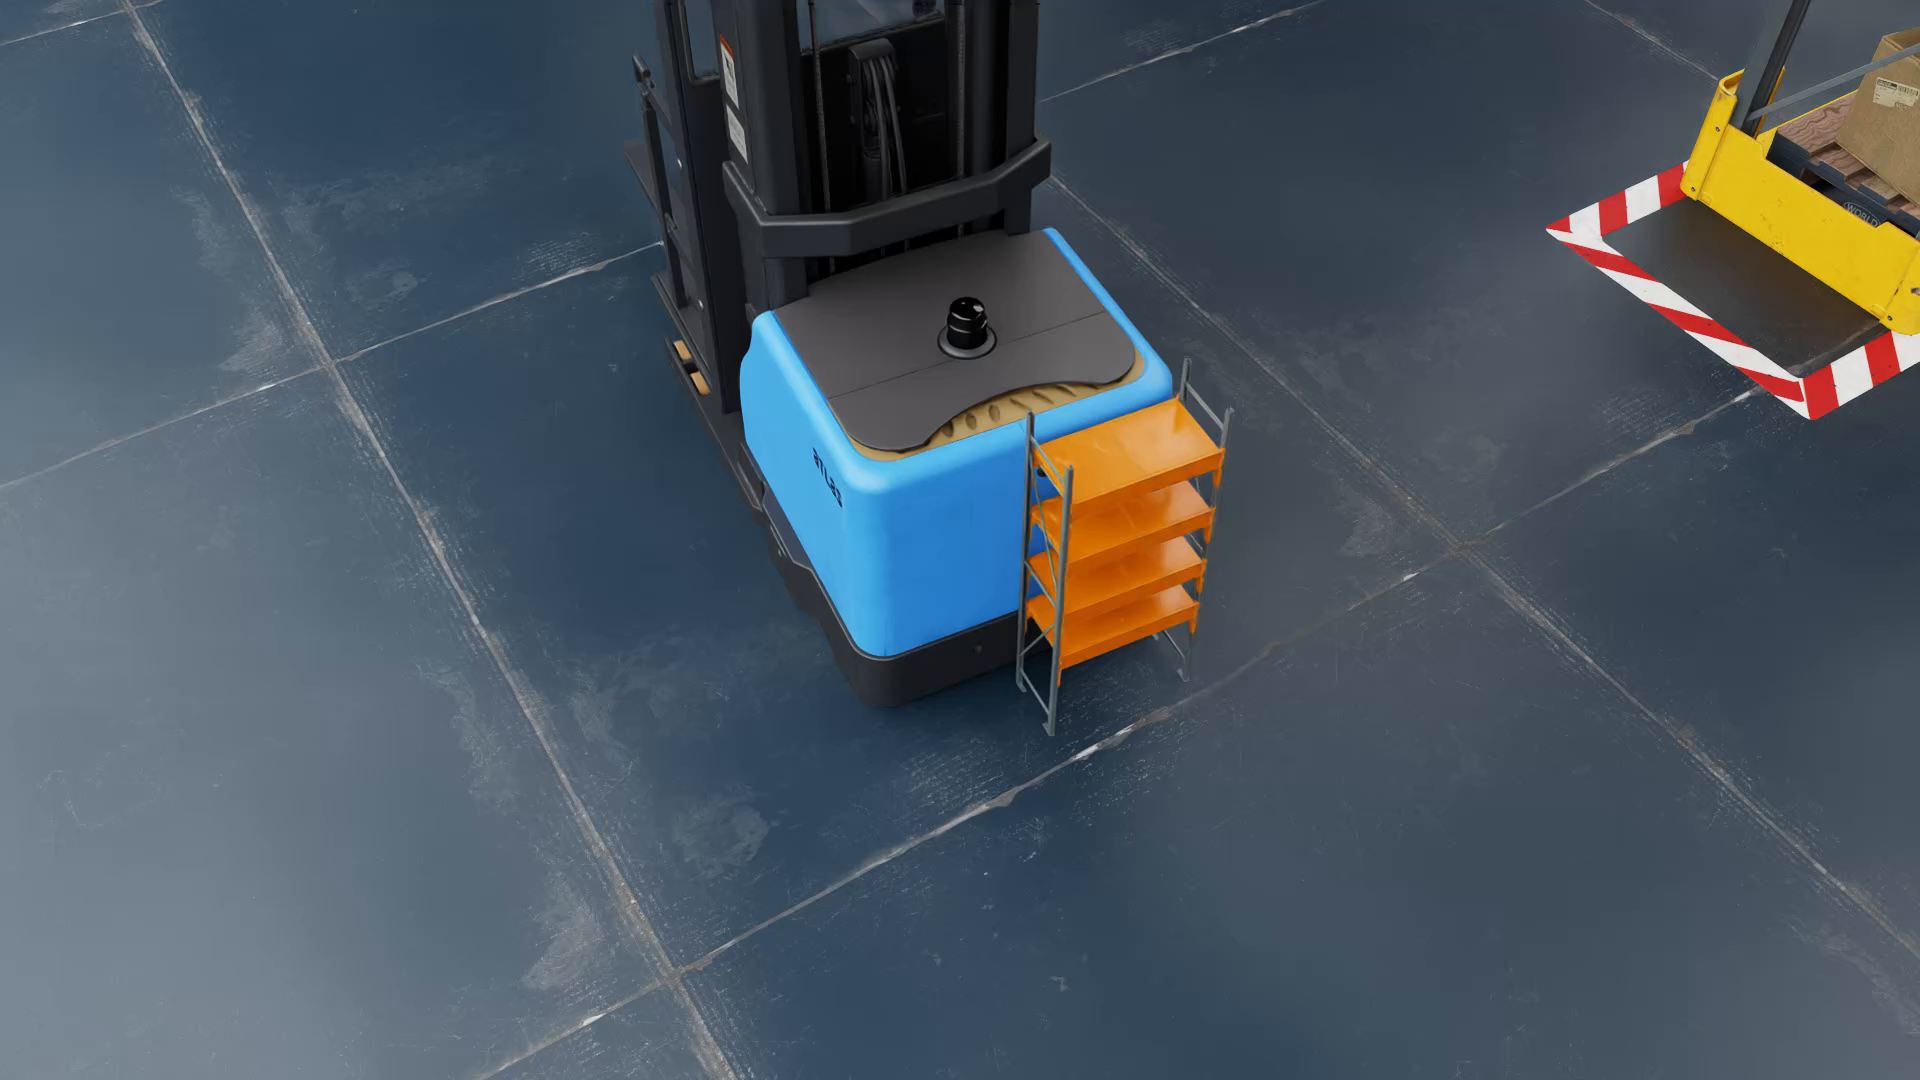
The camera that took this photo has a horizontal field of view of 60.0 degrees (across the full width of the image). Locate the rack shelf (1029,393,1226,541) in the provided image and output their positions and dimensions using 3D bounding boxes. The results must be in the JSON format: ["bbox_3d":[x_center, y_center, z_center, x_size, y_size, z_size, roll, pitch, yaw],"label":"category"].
[{"bbox_3d":[0.457,-0.205,4.603,0.480,0.148,0.258,-20,51,-17],"label":"rack shelf"}]

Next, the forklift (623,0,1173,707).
[{"bbox_3d":[-0.454,-1.569,5.184,1.130,2.935,3.031,-19,51,-16],"label":"forklift"}]

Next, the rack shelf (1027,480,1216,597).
[{"bbox_3d":[0.457,-0.048,4.780,0.480,0.148,0.258,-20,51,-17],"label":"rack shelf"}]

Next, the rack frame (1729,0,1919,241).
[{"bbox_3d":[3.436,-2.181,5.683,0.127,3.000,1.000,-25,53,-21],"label":"rack frame"}]

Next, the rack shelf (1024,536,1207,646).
[{"bbox_3d":[0.457,0.101,4.947,0.480,0.148,0.258,-20,51,-17],"label":"rack shelf"}]

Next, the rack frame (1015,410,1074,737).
[{"bbox_3d":[0.237,0.135,4.826,0.015,1.200,0.240,-20,51,-17],"label":"rack frame"}]

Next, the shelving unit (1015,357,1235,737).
[{"bbox_3d":[0.457,0.056,4.897,0.503,1.200,0.258,-20,51,-17],"label":"shelving unit"}]

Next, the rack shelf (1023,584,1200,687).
[{"bbox_3d":[0.457,0.233,5.095,0.480,0.148,0.258,-20,51,-17],"label":"rack shelf"}]

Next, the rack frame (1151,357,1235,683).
[{"bbox_3d":[0.677,-0.023,4.967,0.015,1.200,0.240,-20,51,-17],"label":"rack frame"}]

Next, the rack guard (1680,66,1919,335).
[{"bbox_3d":[3.501,-1.380,6.644,0.348,0.500,1.175,-25,53,-21],"label":"rack guard"}]

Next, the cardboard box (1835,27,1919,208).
[{"bbox_3d":[3.973,-1.727,6.672,0.500,0.500,0.500,-16,50,-14],"label":"cardboard box"}]

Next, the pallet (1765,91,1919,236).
[{"bbox_3d":[4.206,-1.585,7.020,1.213,0.211,1.003,-25,53,-21],"label":"pallet"}]
